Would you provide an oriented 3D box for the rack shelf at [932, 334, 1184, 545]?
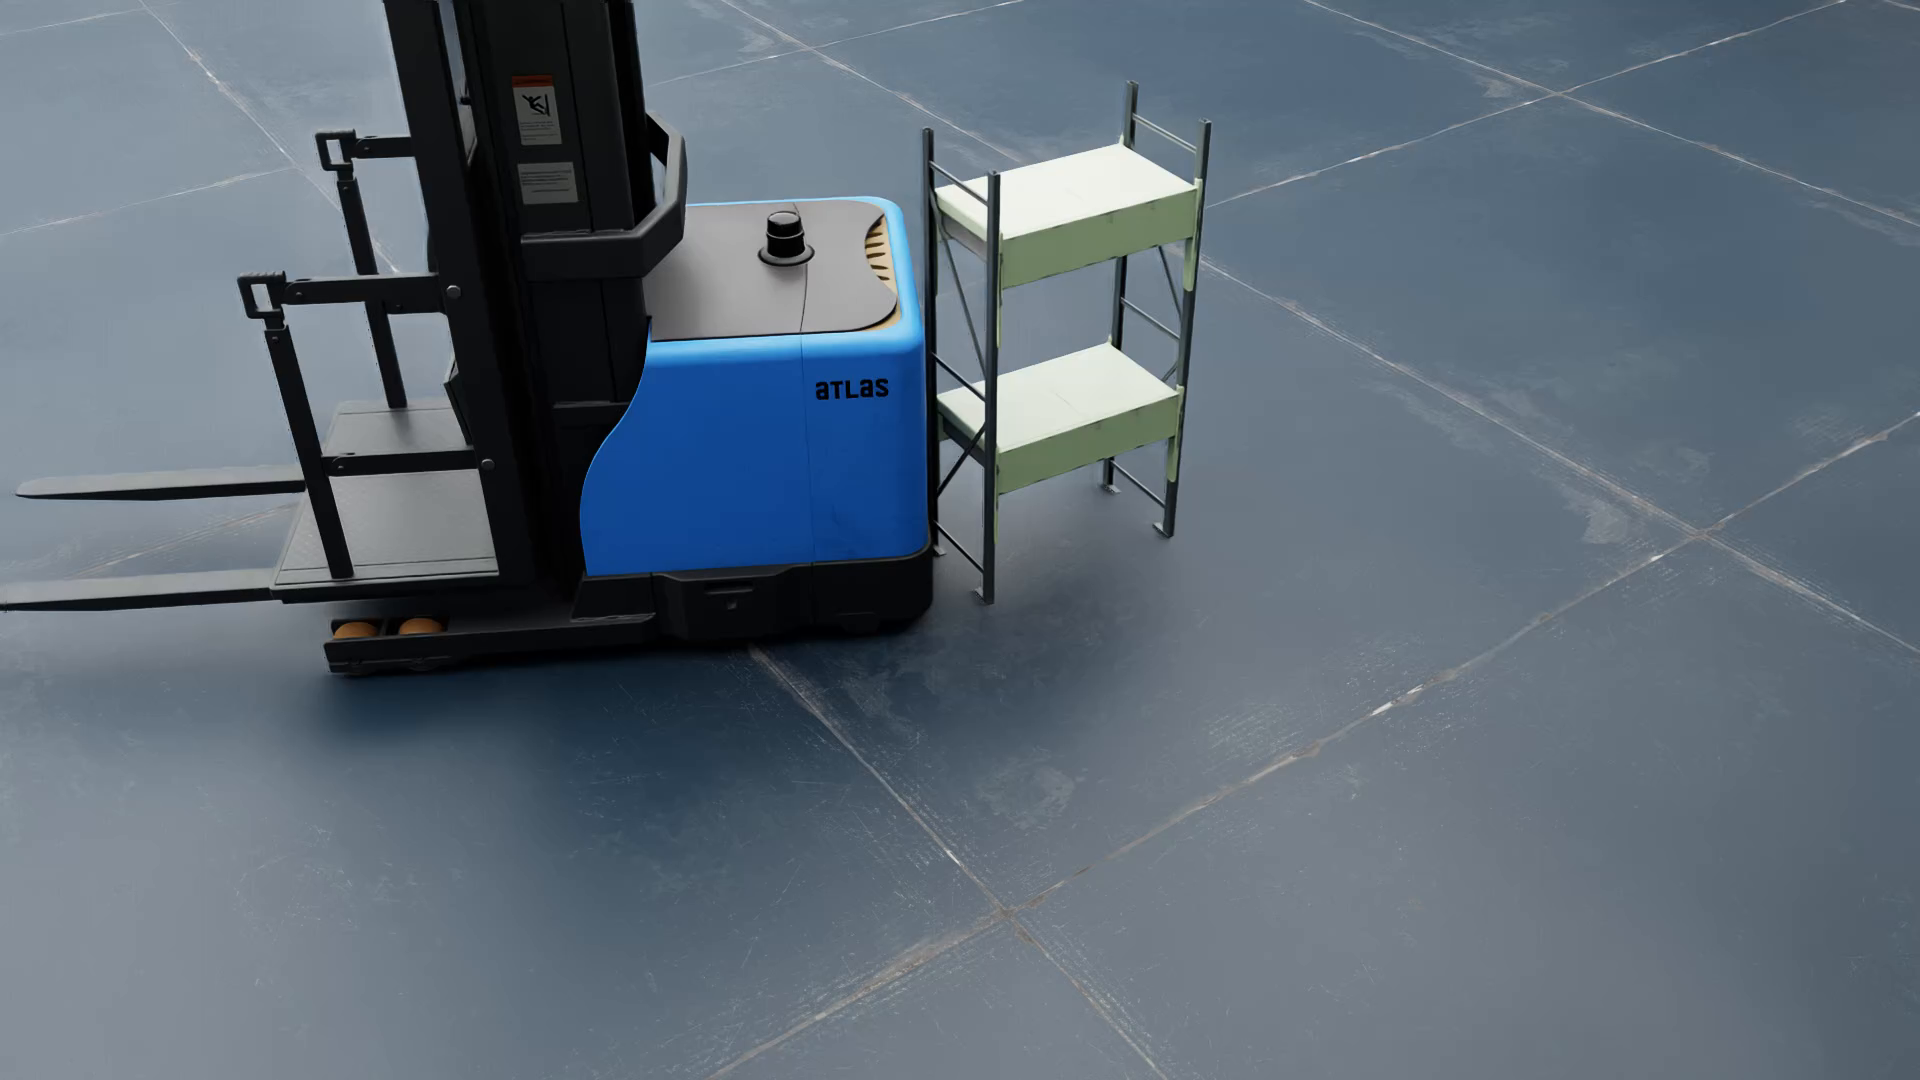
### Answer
[{"bbox_3d":[0.314,-0.343,5.501,0.720,0.370,0.431,-19,40,-25],"label":"rack shelf"}]

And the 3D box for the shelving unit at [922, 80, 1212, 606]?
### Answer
[{"bbox_3d":[0.314,-0.608,5.310,0.755,1.500,0.431,-19,40,-25],"label":"shelving unit"}]

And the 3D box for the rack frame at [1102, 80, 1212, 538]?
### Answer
[{"bbox_3d":[0.628,-0.717,5.463,0.023,1.500,0.400,-19,40,-25],"label":"rack frame"}]

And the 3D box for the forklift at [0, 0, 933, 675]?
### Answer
[{"bbox_3d":[-1.639,-1.096,4.763,3.031,2.935,1.130,-4,36,-5],"label":"forklift"}]

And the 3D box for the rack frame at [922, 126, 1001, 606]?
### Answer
[{"bbox_3d":[0.000,-0.498,5.157,0.023,1.500,0.400,-19,40,-25],"label":"rack frame"}]

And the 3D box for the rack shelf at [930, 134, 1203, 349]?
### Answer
[{"bbox_3d":[0.314,-0.924,5.082,0.720,0.370,0.431,-19,40,-25],"label":"rack shelf"}]
